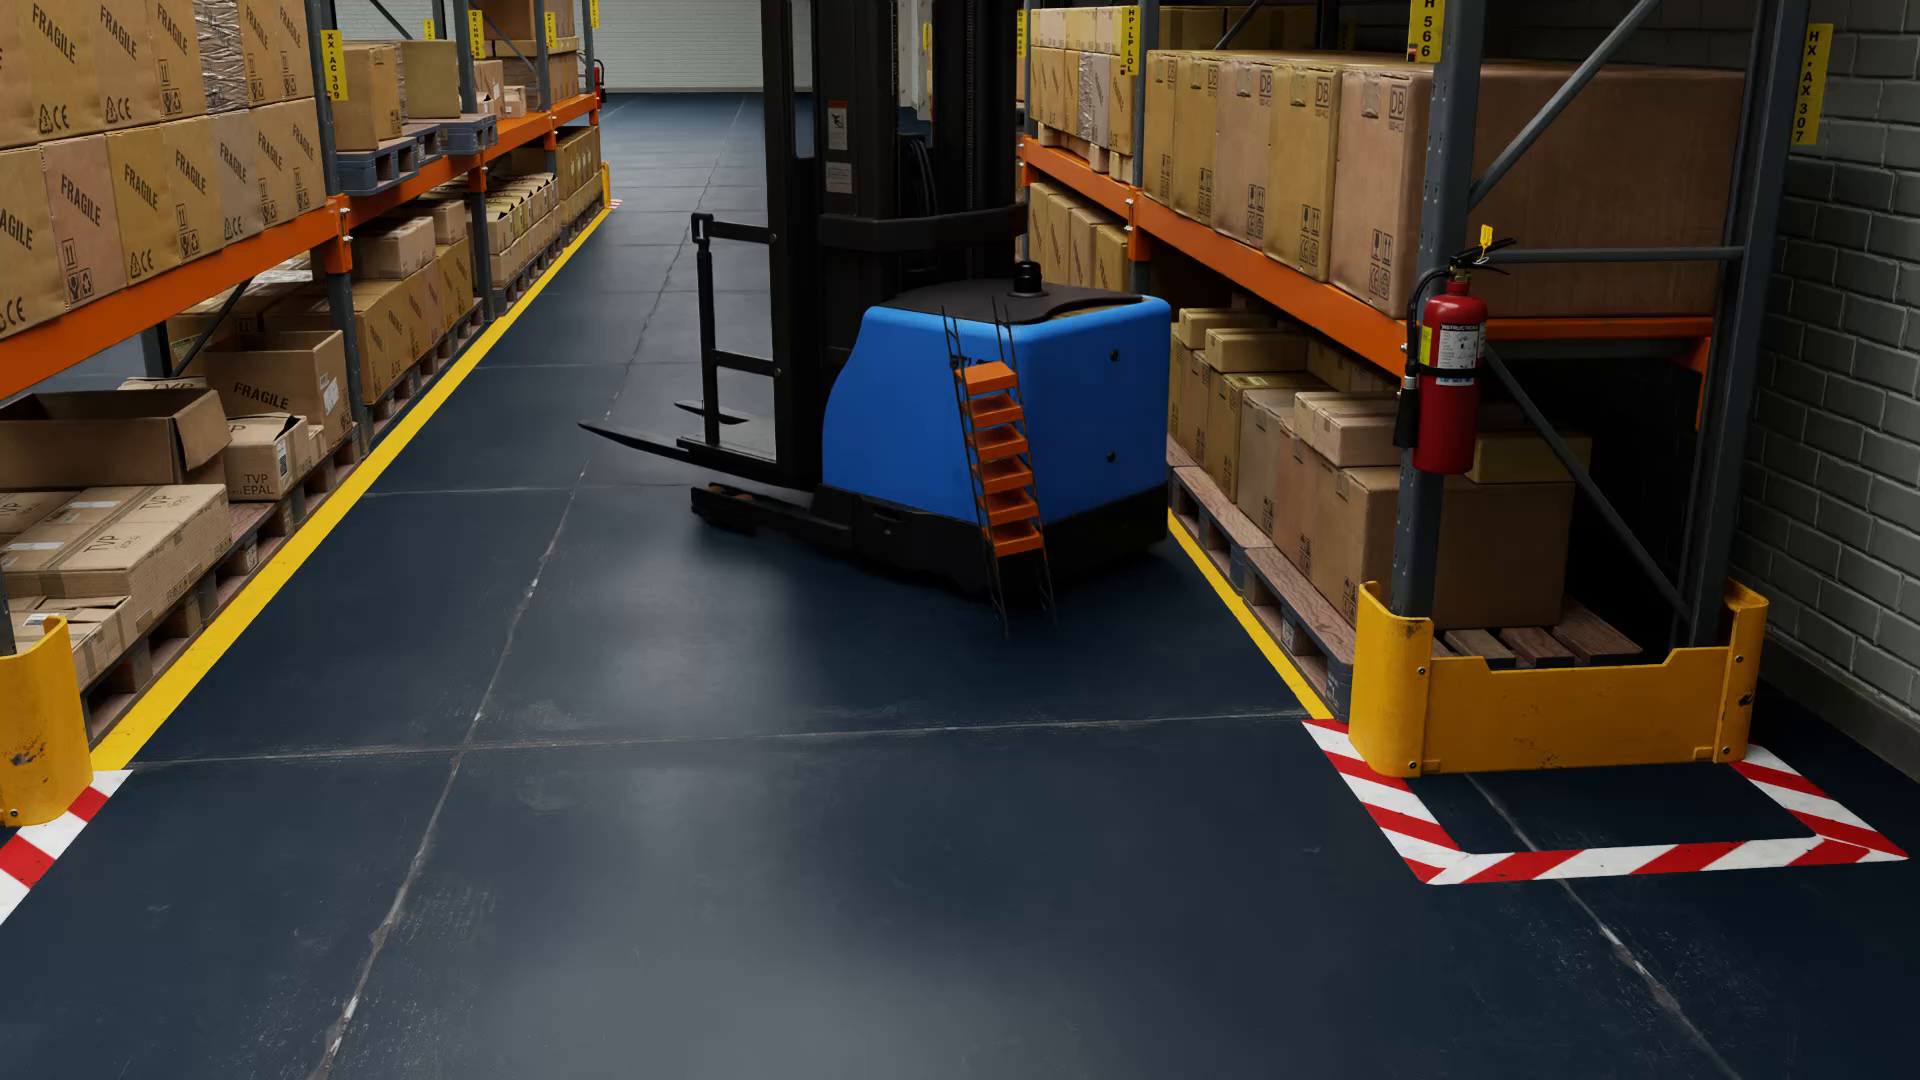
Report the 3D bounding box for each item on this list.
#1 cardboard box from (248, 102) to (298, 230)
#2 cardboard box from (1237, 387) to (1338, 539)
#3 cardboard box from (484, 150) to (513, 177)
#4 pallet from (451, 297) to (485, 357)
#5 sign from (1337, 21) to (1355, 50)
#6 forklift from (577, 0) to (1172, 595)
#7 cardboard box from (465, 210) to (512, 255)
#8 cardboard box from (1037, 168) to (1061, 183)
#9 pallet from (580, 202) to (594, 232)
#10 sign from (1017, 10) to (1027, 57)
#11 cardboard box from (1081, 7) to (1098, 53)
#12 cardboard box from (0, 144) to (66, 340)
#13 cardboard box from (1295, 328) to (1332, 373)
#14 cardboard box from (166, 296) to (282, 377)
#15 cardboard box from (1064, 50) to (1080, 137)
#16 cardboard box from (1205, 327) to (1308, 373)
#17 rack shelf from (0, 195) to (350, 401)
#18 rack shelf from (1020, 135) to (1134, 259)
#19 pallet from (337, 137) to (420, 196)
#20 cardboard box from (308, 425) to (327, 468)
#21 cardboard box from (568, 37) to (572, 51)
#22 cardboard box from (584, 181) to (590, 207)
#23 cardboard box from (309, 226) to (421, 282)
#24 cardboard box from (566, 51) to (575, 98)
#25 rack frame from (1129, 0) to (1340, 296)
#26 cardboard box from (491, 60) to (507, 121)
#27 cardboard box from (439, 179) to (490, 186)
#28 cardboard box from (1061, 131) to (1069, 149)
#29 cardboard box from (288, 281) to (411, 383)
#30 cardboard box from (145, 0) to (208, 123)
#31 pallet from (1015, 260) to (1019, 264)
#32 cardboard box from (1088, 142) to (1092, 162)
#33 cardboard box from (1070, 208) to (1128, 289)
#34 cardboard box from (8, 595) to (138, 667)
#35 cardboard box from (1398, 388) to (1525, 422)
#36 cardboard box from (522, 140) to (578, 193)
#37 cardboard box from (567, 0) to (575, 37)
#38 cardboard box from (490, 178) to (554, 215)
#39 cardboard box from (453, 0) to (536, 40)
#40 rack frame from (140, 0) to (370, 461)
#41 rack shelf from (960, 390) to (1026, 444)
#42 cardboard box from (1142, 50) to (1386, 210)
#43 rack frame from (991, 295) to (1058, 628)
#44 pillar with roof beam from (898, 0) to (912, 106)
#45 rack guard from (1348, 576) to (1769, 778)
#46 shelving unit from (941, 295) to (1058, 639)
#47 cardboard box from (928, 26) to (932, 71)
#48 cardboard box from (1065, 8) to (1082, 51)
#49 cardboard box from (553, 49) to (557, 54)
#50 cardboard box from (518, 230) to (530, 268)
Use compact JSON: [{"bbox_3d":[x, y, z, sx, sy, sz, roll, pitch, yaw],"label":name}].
[{"bbox_3d":[-3.174,-1.591,7.069,0.500,0.500,0.500,-1,17,-4],"label":"cardboard box"},{"bbox_3d":[1.528,-0.312,6.636,0.700,0.500,0.500,-2,18,-7],"label":"cardboard box"},{"bbox_3d":[-4.666,-3.748,16.745,0.500,0.500,0.500,-2,18,-6],"label":"cardboard box"},{"bbox_3d":[-3.909,-1.475,11.524,1.003,0.211,1.213,-2,18,-6],"label":"pallet"},{"bbox_3d":[1.943,-2.460,8.428,0.100,0.325,0.005,-2,18,-6],"label":"sign"},{"bbox_3d":[-0.562,-1.538,7.184,3.031,2.935,1.130,15,23,40],"label":"forklift"},{"bbox_3d":[-3.710,-2.351,12.610,0.500,0.311,0.500,-1,17,-4],"label":"cardboard box"},{"bbox_3d":[0.856,-2.943,13.731,0.500,0.250,0.500,-1,17,-5],"label":"cardboard box"},{"bbox_3d":[-4.530,-3.493,17.952,1.003,0.211,1.213,-2,18,-6],"label":"pallet"},{"bbox_3d":[0.440,-3.679,12.086,0.100,0.325,0.005,-2,18,-6],"label":"sign"},{"bbox_3d":[0.993,-2.985,9.727,0.500,0.250,0.500,-1,17,-5],"label":"cardboard box"},{"bbox_3d":[-2.907,-0.834,4.659,0.500,0.500,0.500,-1,17,-4],"label":"cardboard box"},{"bbox_3d":[1.658,-0.822,7.176,0.380,0.149,0.250,-2,18,-5],"label":"cardboard box"},{"bbox_3d":[-3.872,-0.993,8.771,0.500,0.500,0.500,-2,18,-6],"label":"cardboard box"},{"bbox_3d":[0.930,-2.771,10.299,0.500,0.500,0.500,-1,17,-4],"label":"cardboard box"},{"bbox_3d":[1.274,-0.820,7.170,0.380,0.149,0.250,-2,18,-7],"label":"cardboard box"},{"bbox_3d":[-3.329,-0.899,6.232,1.077,0.370,4.000,-2,18,-6],"label":"rack shelf"},{"bbox_3d":[1.185,-2.244,10.519,1.077,0.370,4.000,-2,18,-6],"label":"rack shelf"},{"bbox_3d":[-3.510,-1.988,8.821,1.003,0.211,1.213,-2,18,-6],"label":"pallet"},{"bbox_3d":[-3.096,-0.417,7.521,0.380,0.149,0.250,-2,18,-6],"label":"cardboard box"},{"bbox_3d":[-4.466,-5.433,18.225,0.380,0.149,0.250,-2,17,-5],"label":"cardboard box"},{"bbox_3d":[-4.258,-3.704,17.857,0.500,0.250,0.500,-2,18,-6],"label":"cardboard box"},{"bbox_3d":[-3.446,-1.662,9.651,0.500,0.250,0.500,-2,18,-6],"label":"cardboard box"},{"bbox_3d":[-4.679,-5.165,18.453,0.700,0.500,0.500,-1,17,-4],"label":"cardboard box"},{"bbox_3d":[1.391,-1.992,8.514,1.000,3.000,0.127,-2,18,-6],"label":"rack frame"},{"bbox_3d":[-4.244,-3.883,14.369,0.500,0.500,0.500,-1,17,-2],"label":"cardboard box"},{"bbox_3d":[-4.520,-3.097,14.987,0.500,0.311,0.500,-2,18,-6],"label":"cardboard box"},{"bbox_3d":[0.891,-2.740,11.282,0.380,0.149,0.250,-2,18,-6],"label":"cardboard box"},{"bbox_3d":[-3.409,-1.165,9.319,0.500,0.500,0.500,-2,17,-5],"label":"cardboard box"},{"bbox_3d":[-3.068,-1.767,5.962,0.500,0.500,0.500,-2,18,-6],"label":"cardboard box"},{"bbox_3d":[0.899,-2.086,13.469,1.003,0.211,1.213,-2,18,-6],"label":"pallet"},{"bbox_3d":[0.987,-2.353,10.051,0.380,0.149,0.250,-2,18,-7],"label":"cardboard box"},{"bbox_3d":[1.100,-1.621,10.220,0.750,0.750,0.750,-1,17,-4],"label":"cardboard box"},{"bbox_3d":[-2.850,0.286,5.254,0.380,0.166,0.250,-2,18,-6],"label":"cardboard box"},{"bbox_3d":[1.791,-0.443,5.968,0.380,0.149,0.250,-2,18,-5],"label":"cardboard box"},{"bbox_3d":[-4.157,-3.764,16.796,0.500,0.500,0.500,-2,18,-6],"label":"cardboard box"},{"bbox_3d":[-4.733,-5.924,18.707,0.700,0.500,0.500,-2,18,-5],"label":"cardboard box"},{"bbox_3d":[-3.974,-3.111,15.030,0.500,0.311,0.500,-1,17,-4],"label":"cardboard box"},{"bbox_3d":[-4.413,-5.020,15.826,0.700,0.500,0.500,-2,18,-5],"label":"cardboard box"},{"bbox_3d":[-3.536,-1.838,8.023,1.000,3.000,0.127,-2,18,-6],"label":"rack frame"},{"bbox_3d":[0.113,-0.437,5.897,0.180,0.103,0.258,-13,19,-7],"label":"rack shelf"},{"bbox_3d":[1.431,-1.973,7.952,0.980,0.700,0.700,-2,17,-5],"label":"cardboard box"},{"bbox_3d":[0.234,-0.275,5.972,0.006,1.200,0.240,-13,19,-7],"label":"rack frame"},{"bbox_3d":[-5.671,-15.265,40.776,9.100,9.000,0.400,-2,18,-6],"label":"pillar with roof beam"},{"bbox_3d":[1.806,0.400,5.069,1.175,0.500,0.348,-2,18,-6],"label":"rack guard"},{"bbox_3d":[0.145,-0.255,5.960,0.189,1.200,0.258,-13,19,-7],"label":"shelving unit"},{"bbox_3d":[-0.096,-5.711,19.326,0.500,0.500,0.500,-2,18,-6],"label":"cardboard box"},{"bbox_3d":[0.940,-3.136,10.211,0.500,0.250,0.500,-2,18,-7],"label":"cardboard box"},{"bbox_3d":[-4.333,-5.048,16.999,0.380,0.149,0.250,-2,18,-7],"label":"cardboard box"},{"bbox_3d":[-3.823,-2.387,13.663,0.500,0.250,0.500,-2,18,-7],"label":"cardboard box"}]
